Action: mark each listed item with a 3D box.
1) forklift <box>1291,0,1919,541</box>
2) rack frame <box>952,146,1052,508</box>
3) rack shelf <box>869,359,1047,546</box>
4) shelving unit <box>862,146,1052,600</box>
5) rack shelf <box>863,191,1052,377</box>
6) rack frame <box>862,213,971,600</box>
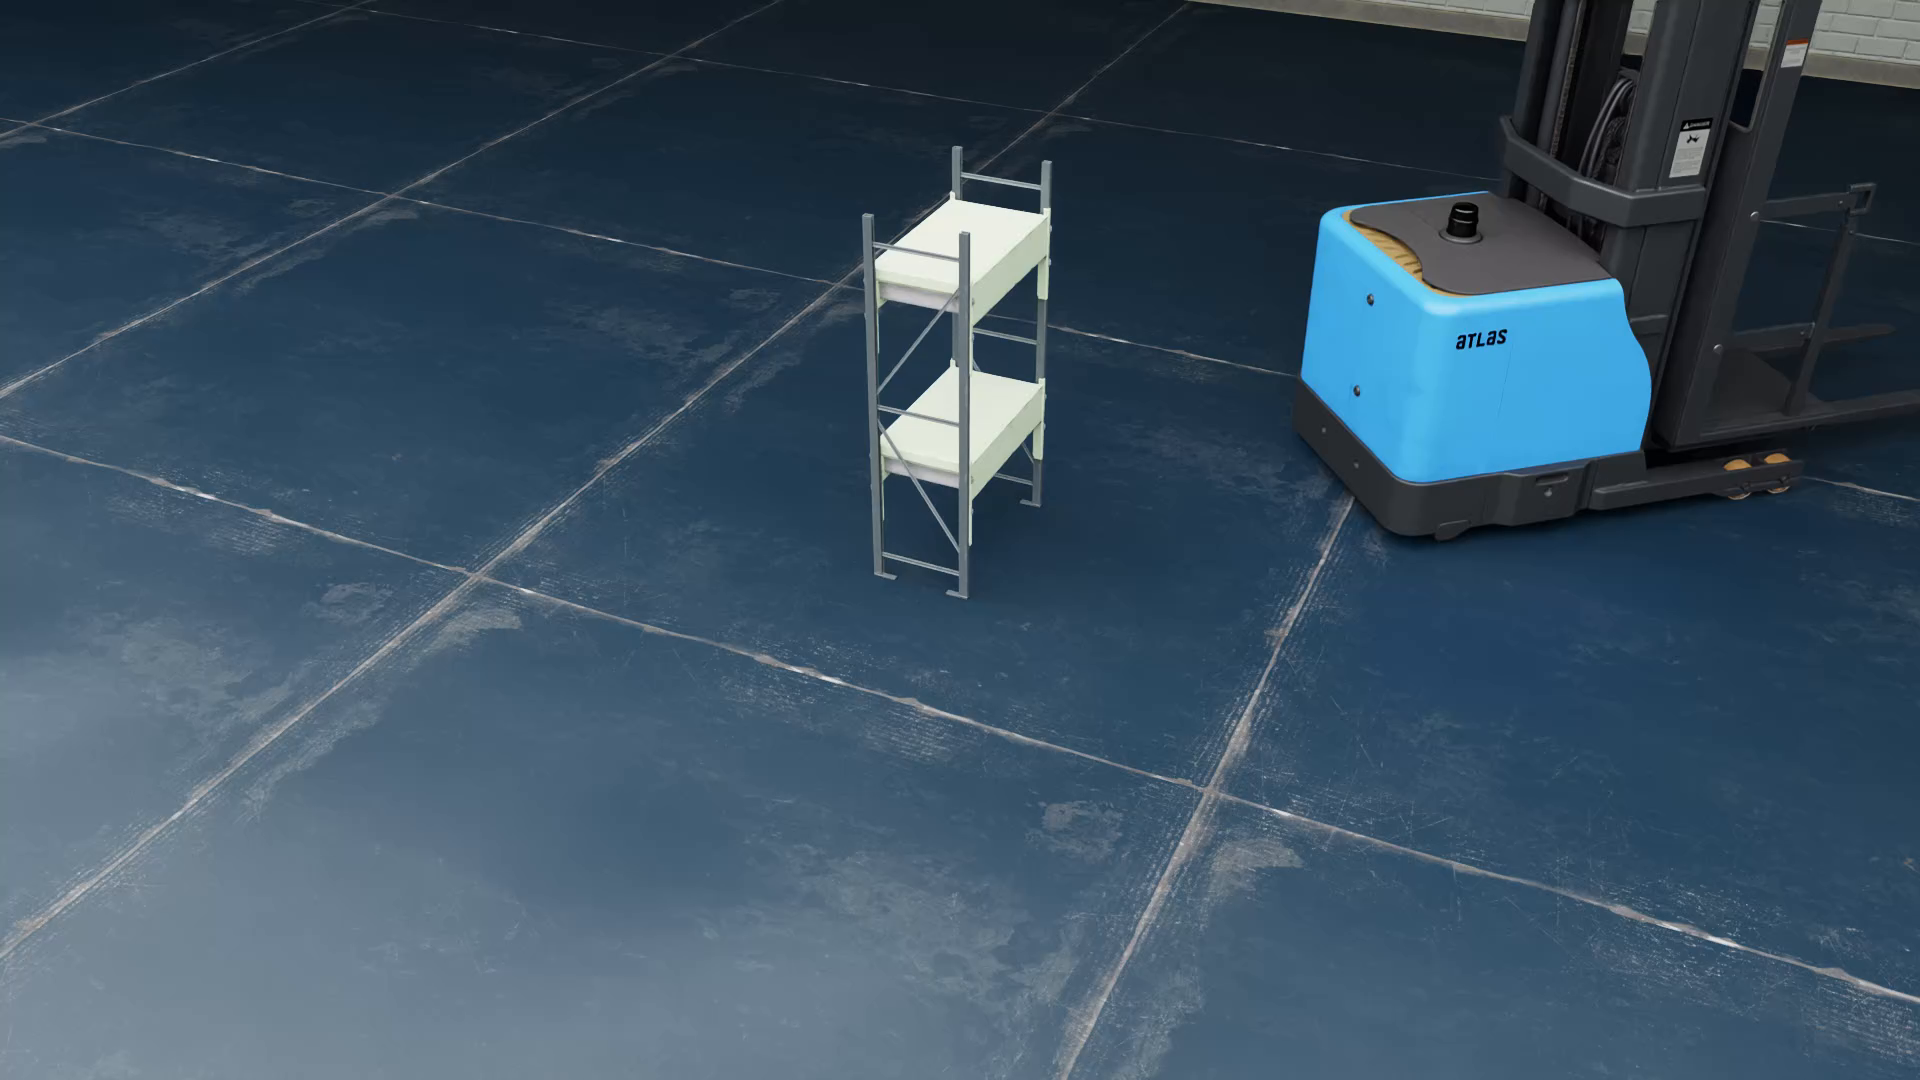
[{"bbox_3d":[3.052,-1.665,6.617,3.031,2.935,1.130,-9,34,-13],"label":"forklift"},{"bbox_3d":[0.156,-0.813,6.622,0.400,1.500,0.023,14,36,20],"label":"rack frame"},{"bbox_3d":[0.003,-0.358,6.523,0.431,0.370,0.720,14,36,20],"label":"rack shelf"},{"bbox_3d":[0.003,-0.631,6.344,0.431,1.500,0.755,14,36,20],"label":"shelving unit"},{"bbox_3d":[0.003,-0.957,6.130,0.431,0.370,0.720,14,36,20],"label":"rack shelf"},{"bbox_3d":[-0.150,-0.448,6.066,0.400,1.500,0.023,14,36,20],"label":"rack frame"}]
